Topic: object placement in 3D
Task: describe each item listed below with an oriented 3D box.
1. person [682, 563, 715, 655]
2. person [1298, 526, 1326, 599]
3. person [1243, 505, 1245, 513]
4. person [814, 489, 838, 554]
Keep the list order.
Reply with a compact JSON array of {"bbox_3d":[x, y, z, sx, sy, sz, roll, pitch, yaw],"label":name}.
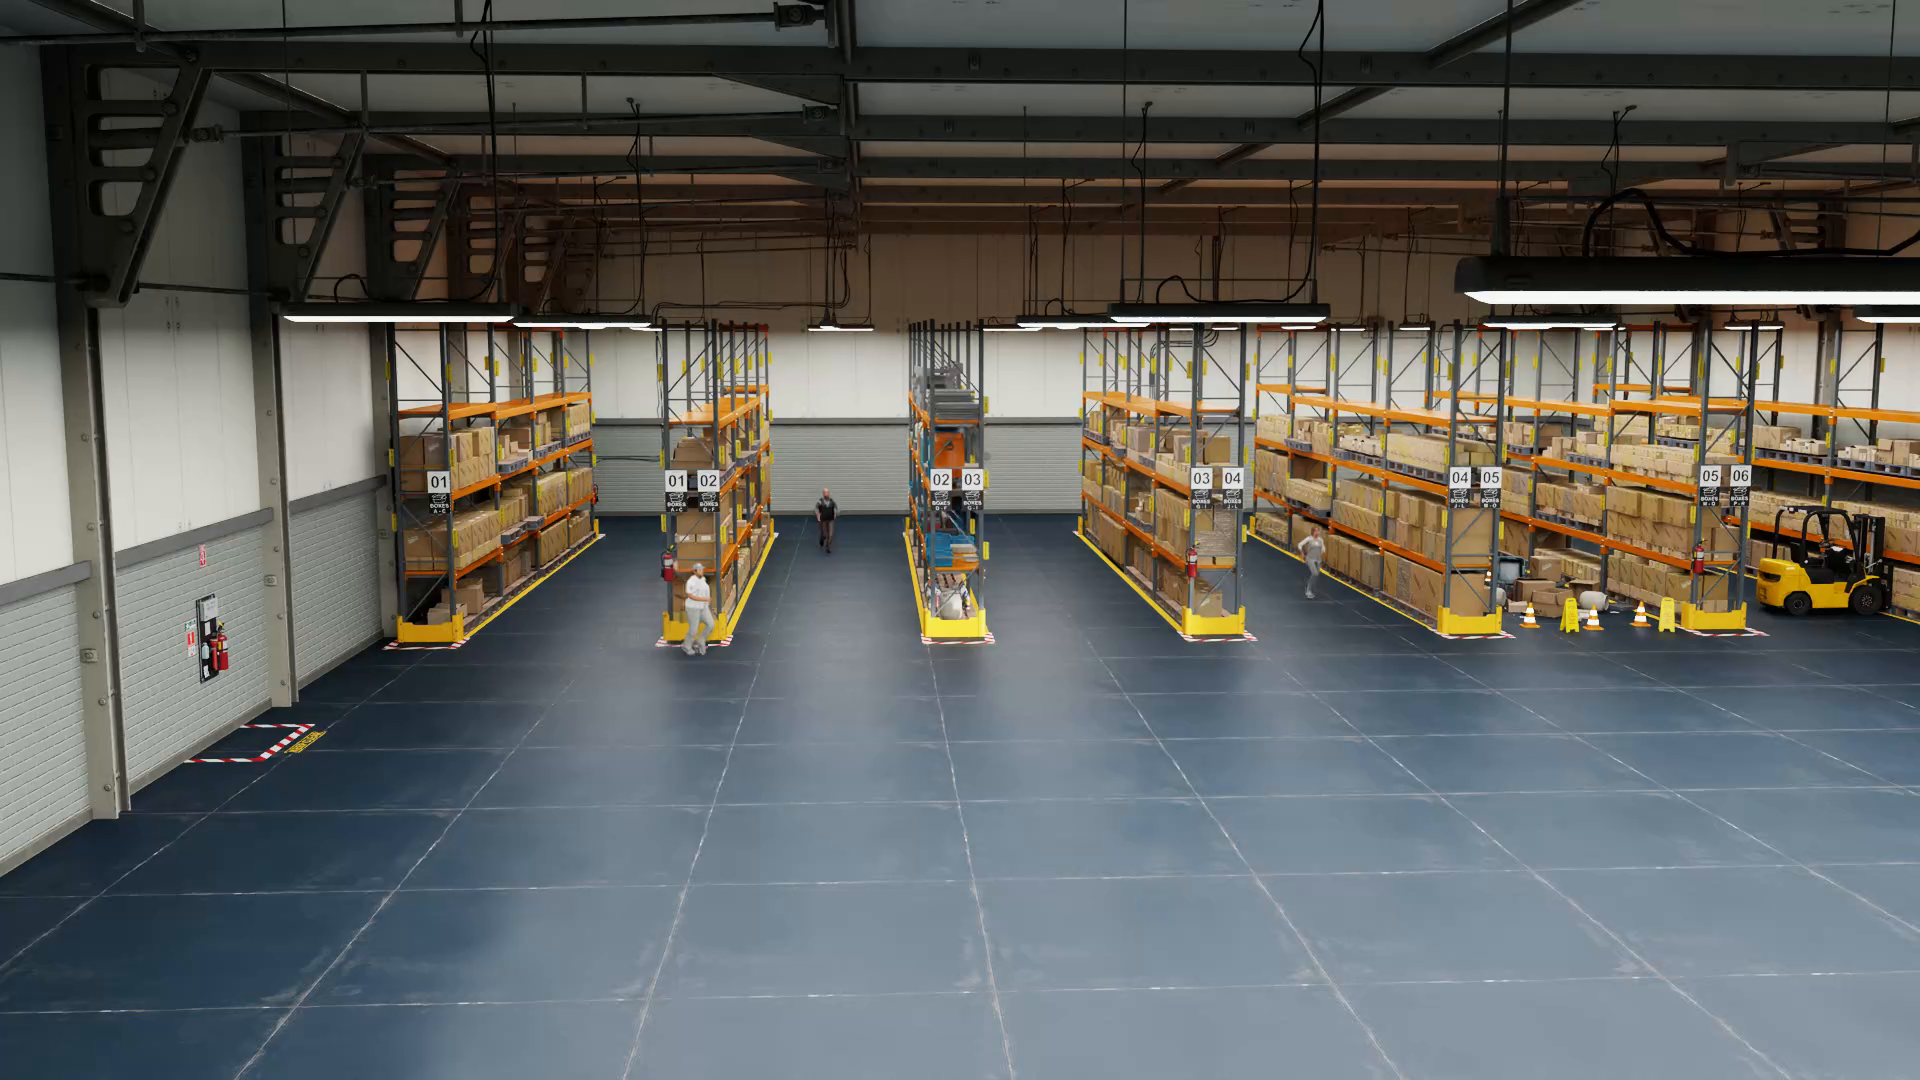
[{"bbox_3d":[-4.666,1.247,29.802,0.671,1.695,0.628,4,8,31],"label":"person"},{"bbox_3d":[7.666,0.483,36.023,0.519,1.585,0.625,-2,7,-19],"label":"person"},{"bbox_3d":[7.326,-0.604,44.640,0.638,1.669,0.548,0,7,0],"label":"person"},{"bbox_3d":[-3.512,-0.504,43.753,0.658,1.683,0.634,-2,7,-17],"label":"person"}]
